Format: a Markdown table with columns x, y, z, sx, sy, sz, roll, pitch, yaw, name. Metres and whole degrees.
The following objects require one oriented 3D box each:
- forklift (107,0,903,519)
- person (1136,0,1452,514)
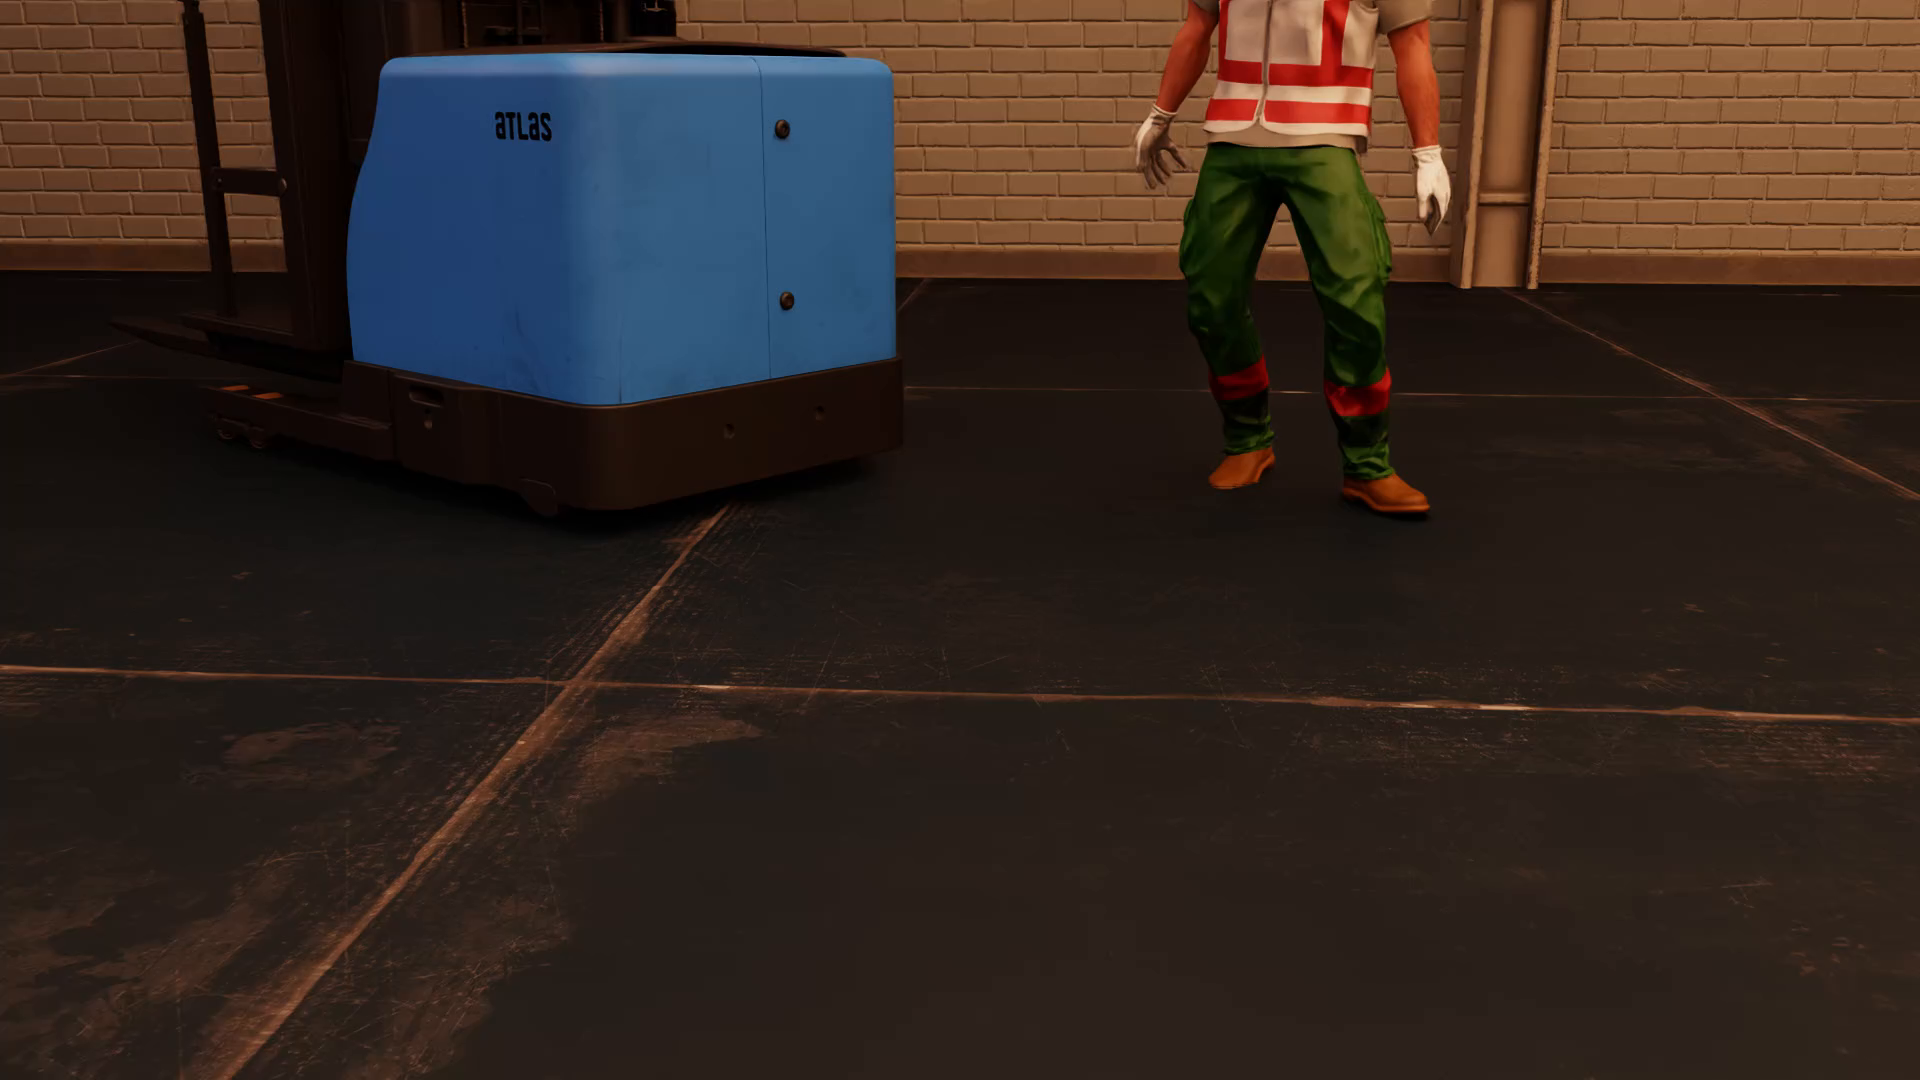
| x | y | z | sx | sy | sz | roll | pitch | yaw | name |
| --- | --- | --- | --- | --- | --- | --- | --- | --- | --- |
| -1.595 | -1.764 | 4.715 | 3.031 | 2.935 | 1.130 | 13 | 20 | 39 | forklift |
| 0.795 | -0.944 | 4.056 | 0.890 | 1.745 | 0.479 | 11 | 19 | 35 | person |
